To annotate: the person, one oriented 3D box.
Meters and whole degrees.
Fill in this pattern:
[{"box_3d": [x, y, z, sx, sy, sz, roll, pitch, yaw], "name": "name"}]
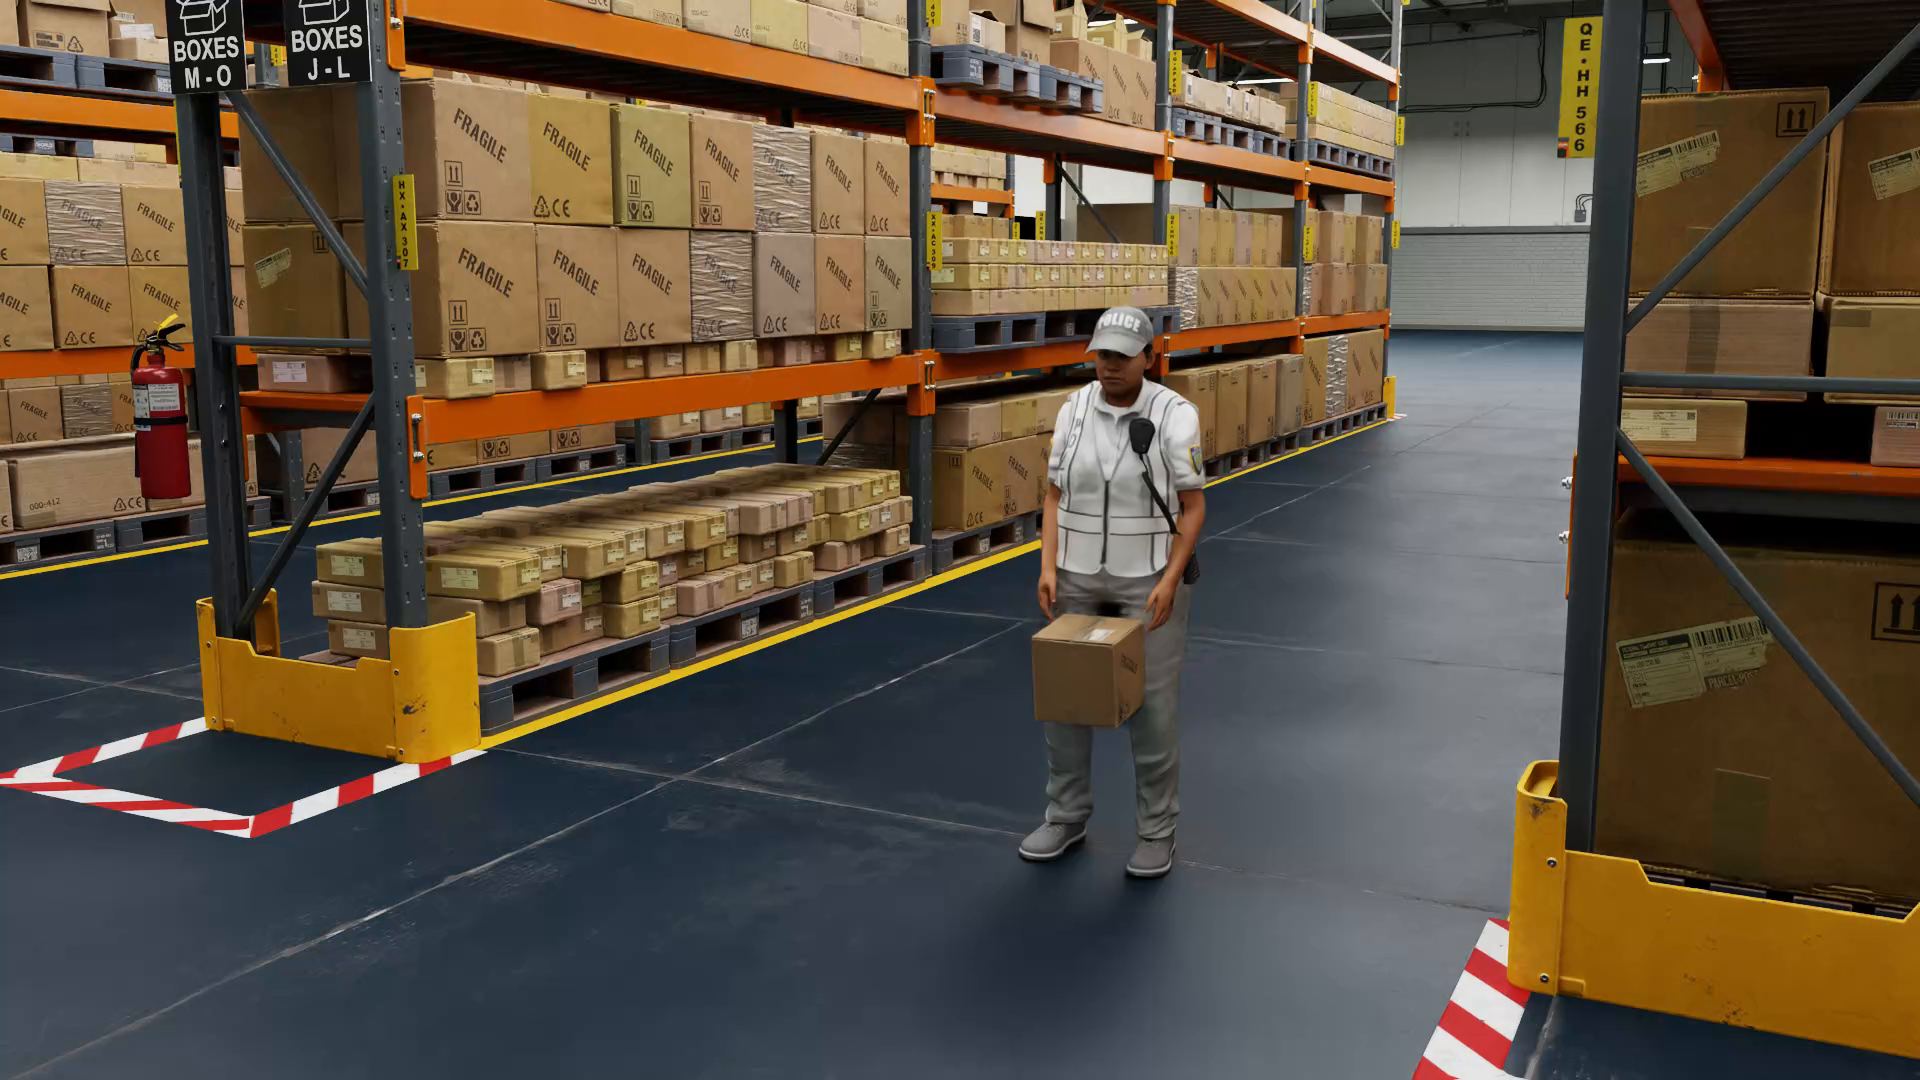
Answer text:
[{"box_3d": [0.471, 0.138, 4.980, 0.519, 1.671, 0.424, 4, 10, 25], "name": "person"}]
